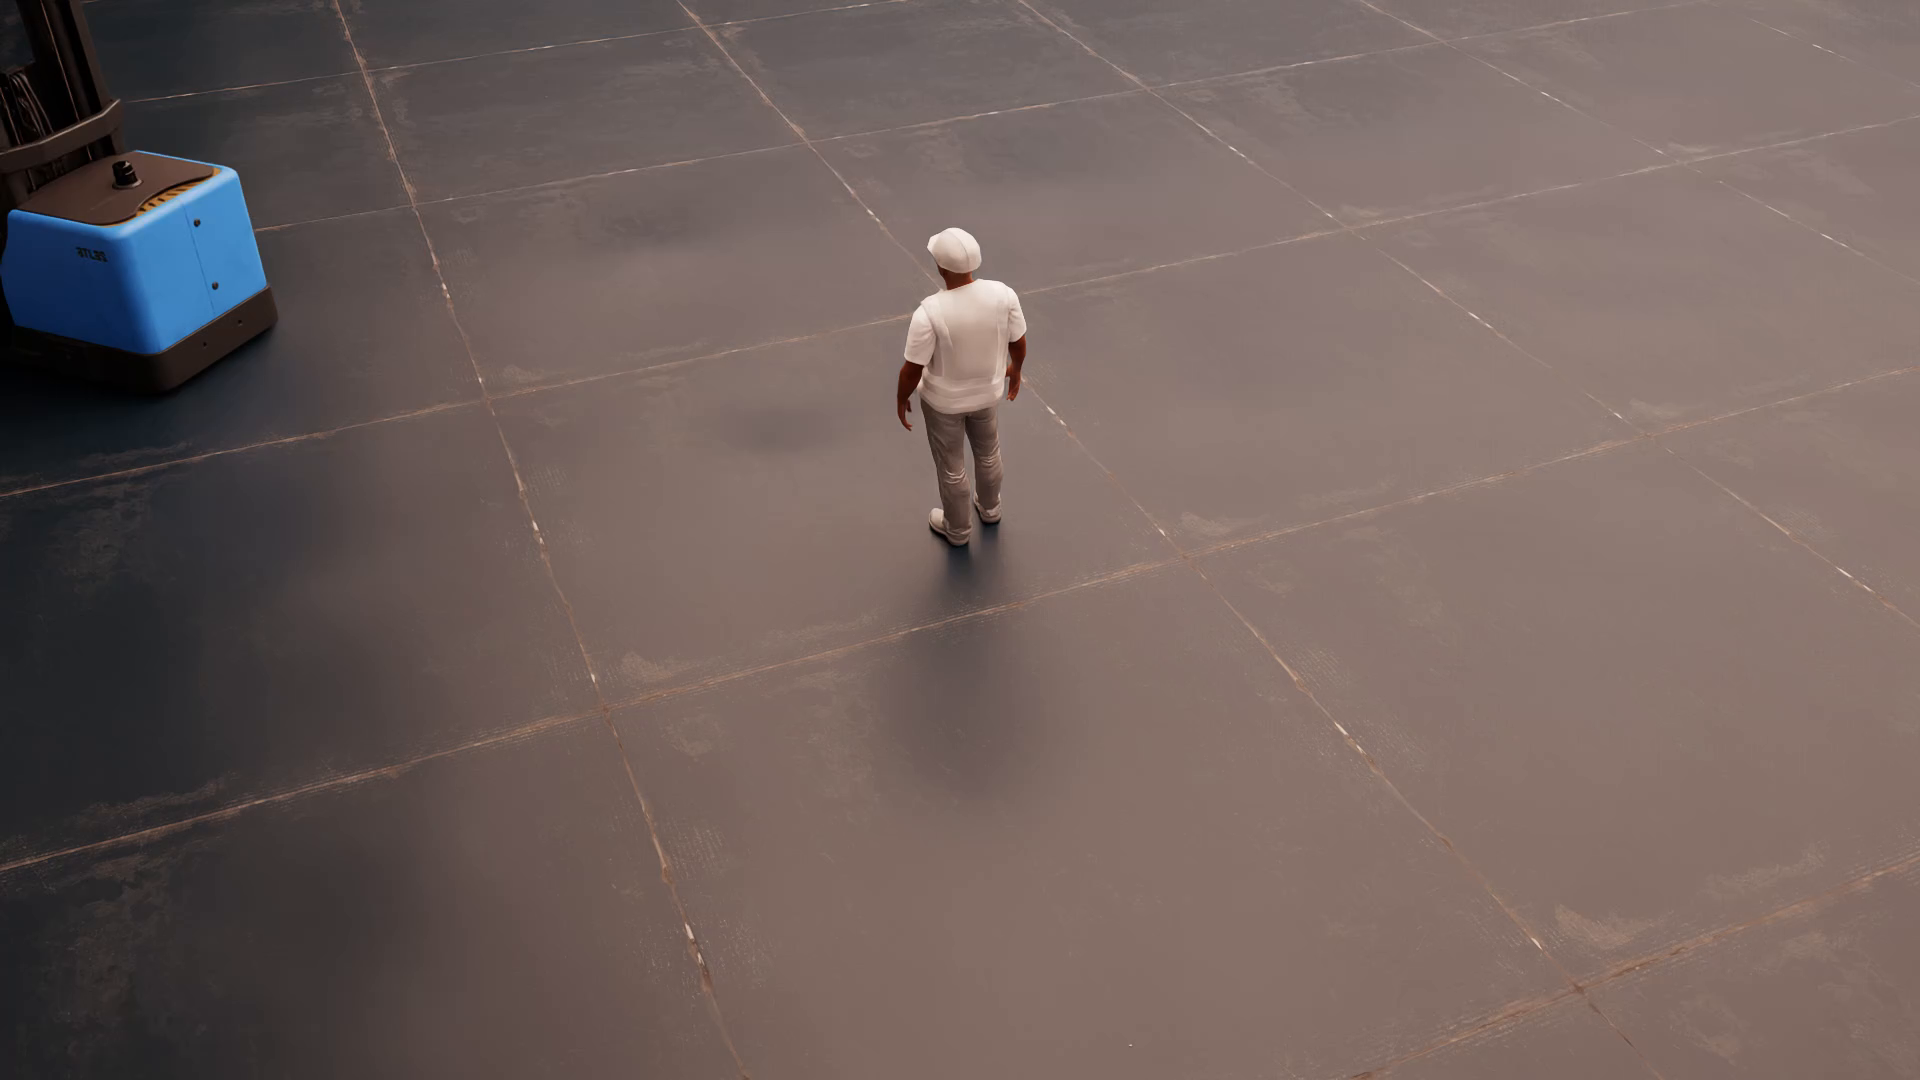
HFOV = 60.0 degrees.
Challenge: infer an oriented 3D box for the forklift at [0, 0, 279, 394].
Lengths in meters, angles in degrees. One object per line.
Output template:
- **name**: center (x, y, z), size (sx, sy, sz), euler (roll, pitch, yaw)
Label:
- **forklift**: center (-5.852, -2.592, 9.743), size (3.031, 2.935, 1.130), euler (13, 37, 18)

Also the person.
- **person**: center (-0.022, -0.764, 8.166), size (0.665, 1.768, 0.575), euler (-14, 38, -19)
